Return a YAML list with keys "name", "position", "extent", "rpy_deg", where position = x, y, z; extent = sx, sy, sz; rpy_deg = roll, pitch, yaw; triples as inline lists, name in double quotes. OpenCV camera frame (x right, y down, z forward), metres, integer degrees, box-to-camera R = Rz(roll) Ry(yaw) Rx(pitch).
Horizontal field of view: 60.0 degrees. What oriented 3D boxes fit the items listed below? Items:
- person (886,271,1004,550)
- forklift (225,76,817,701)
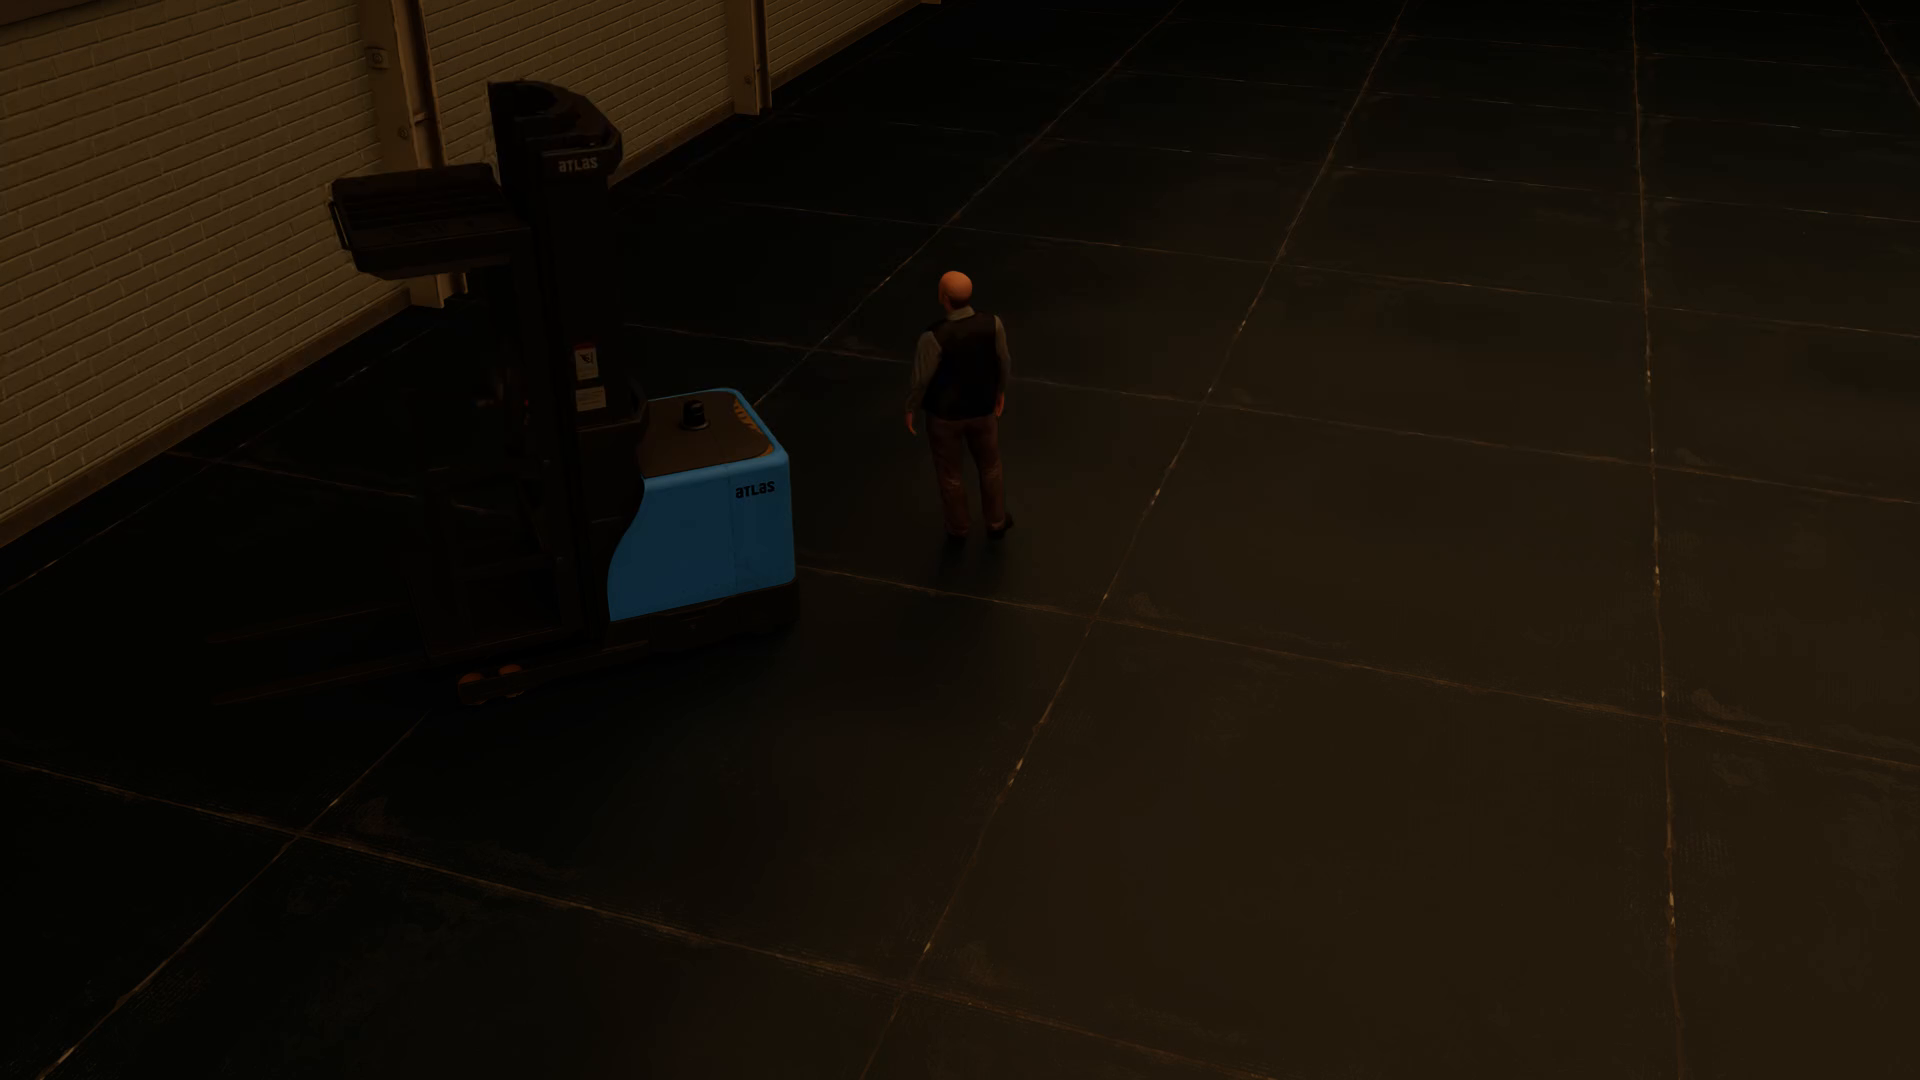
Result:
- name: "person"
  position: [-0.065, -0.796, 9.799]
  extent: [0.663, 1.698, 0.550]
  rpy_deg: [-18, 34, -29]
- name: "forklift"
  position: [-2.360, -0.735, 8.426]
  extent: [3.031, 2.935, 1.130]
  rpy_deg: [-12, 32, -20]
